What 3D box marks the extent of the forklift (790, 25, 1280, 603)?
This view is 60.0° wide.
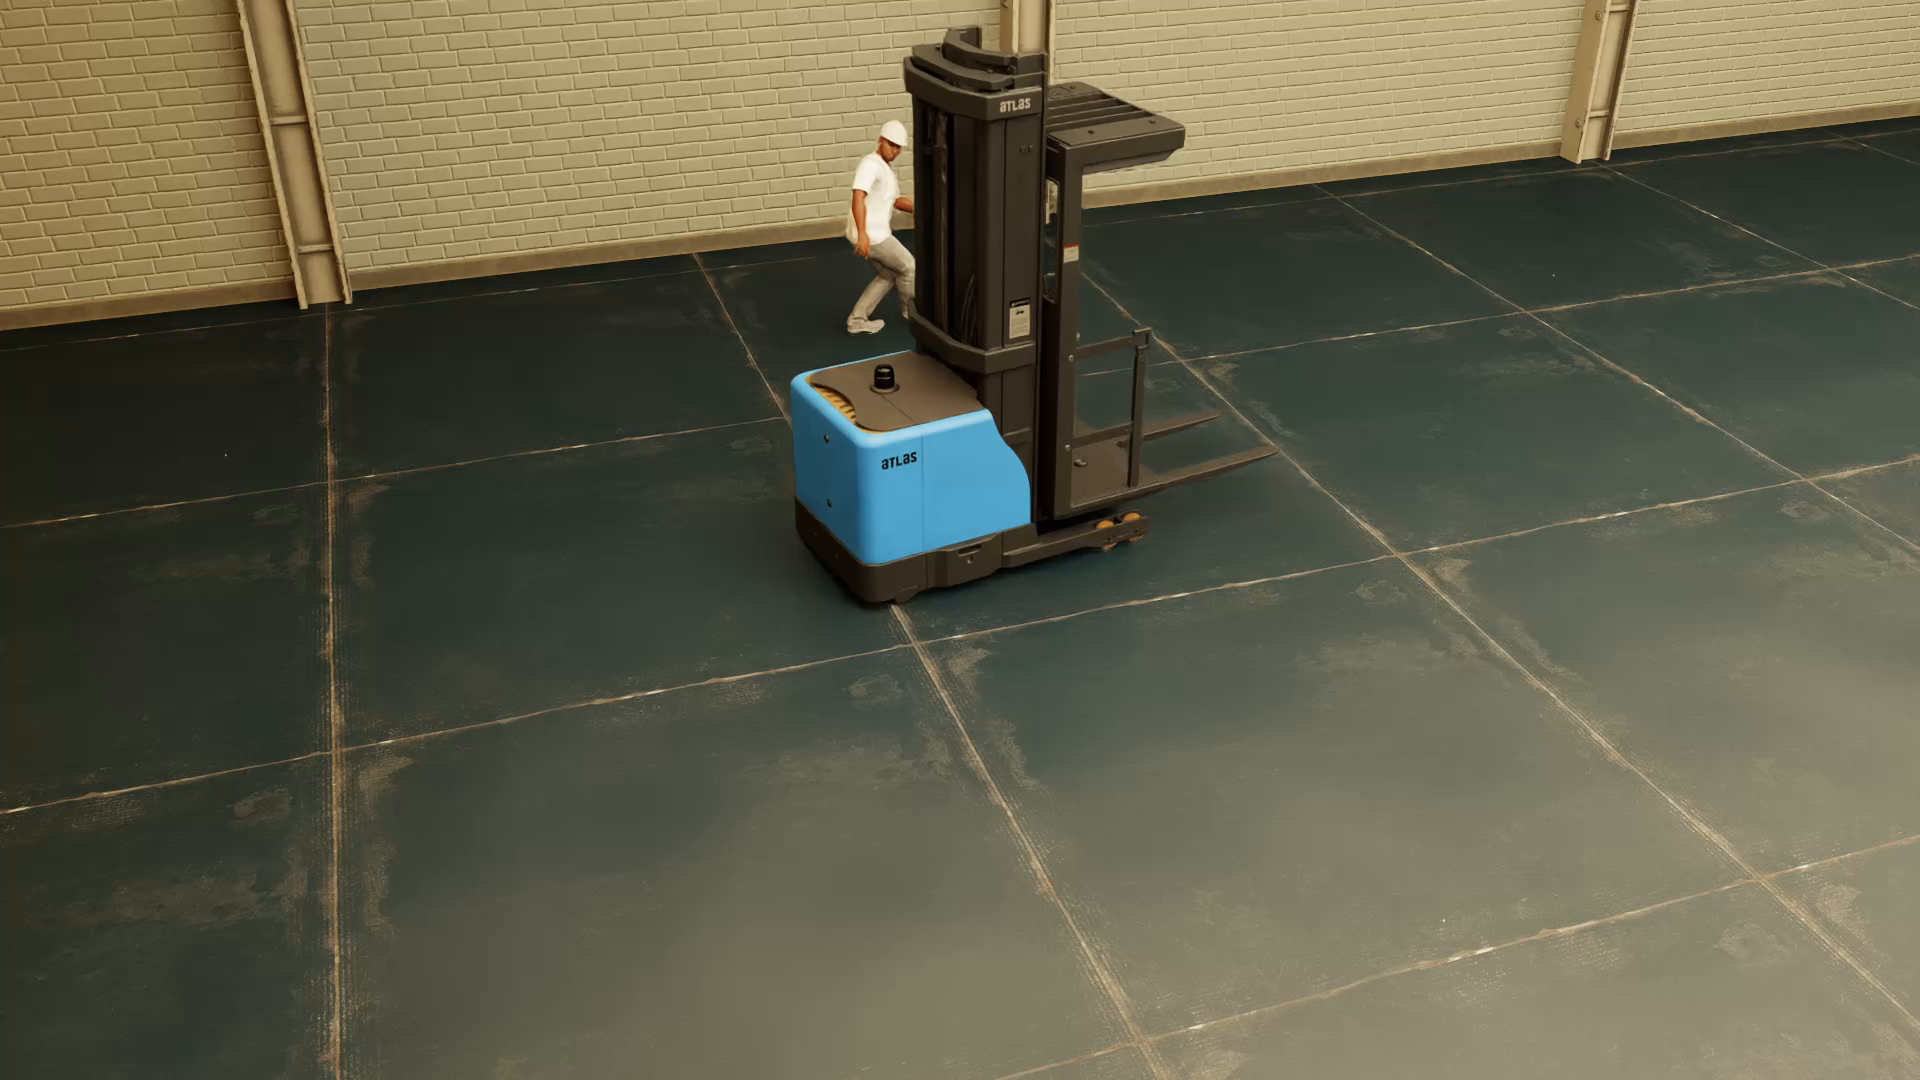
[{"bbox_3d":[0.554,-1.432,9.576,3.031,2.935,1.130,-15,33,-25],"label":"forklift"}]

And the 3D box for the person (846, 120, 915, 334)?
[{"bbox_3d":[-0.465,-2.294,12.408,0.804,1.599,0.816,-7,31,-12],"label":"person"}]
